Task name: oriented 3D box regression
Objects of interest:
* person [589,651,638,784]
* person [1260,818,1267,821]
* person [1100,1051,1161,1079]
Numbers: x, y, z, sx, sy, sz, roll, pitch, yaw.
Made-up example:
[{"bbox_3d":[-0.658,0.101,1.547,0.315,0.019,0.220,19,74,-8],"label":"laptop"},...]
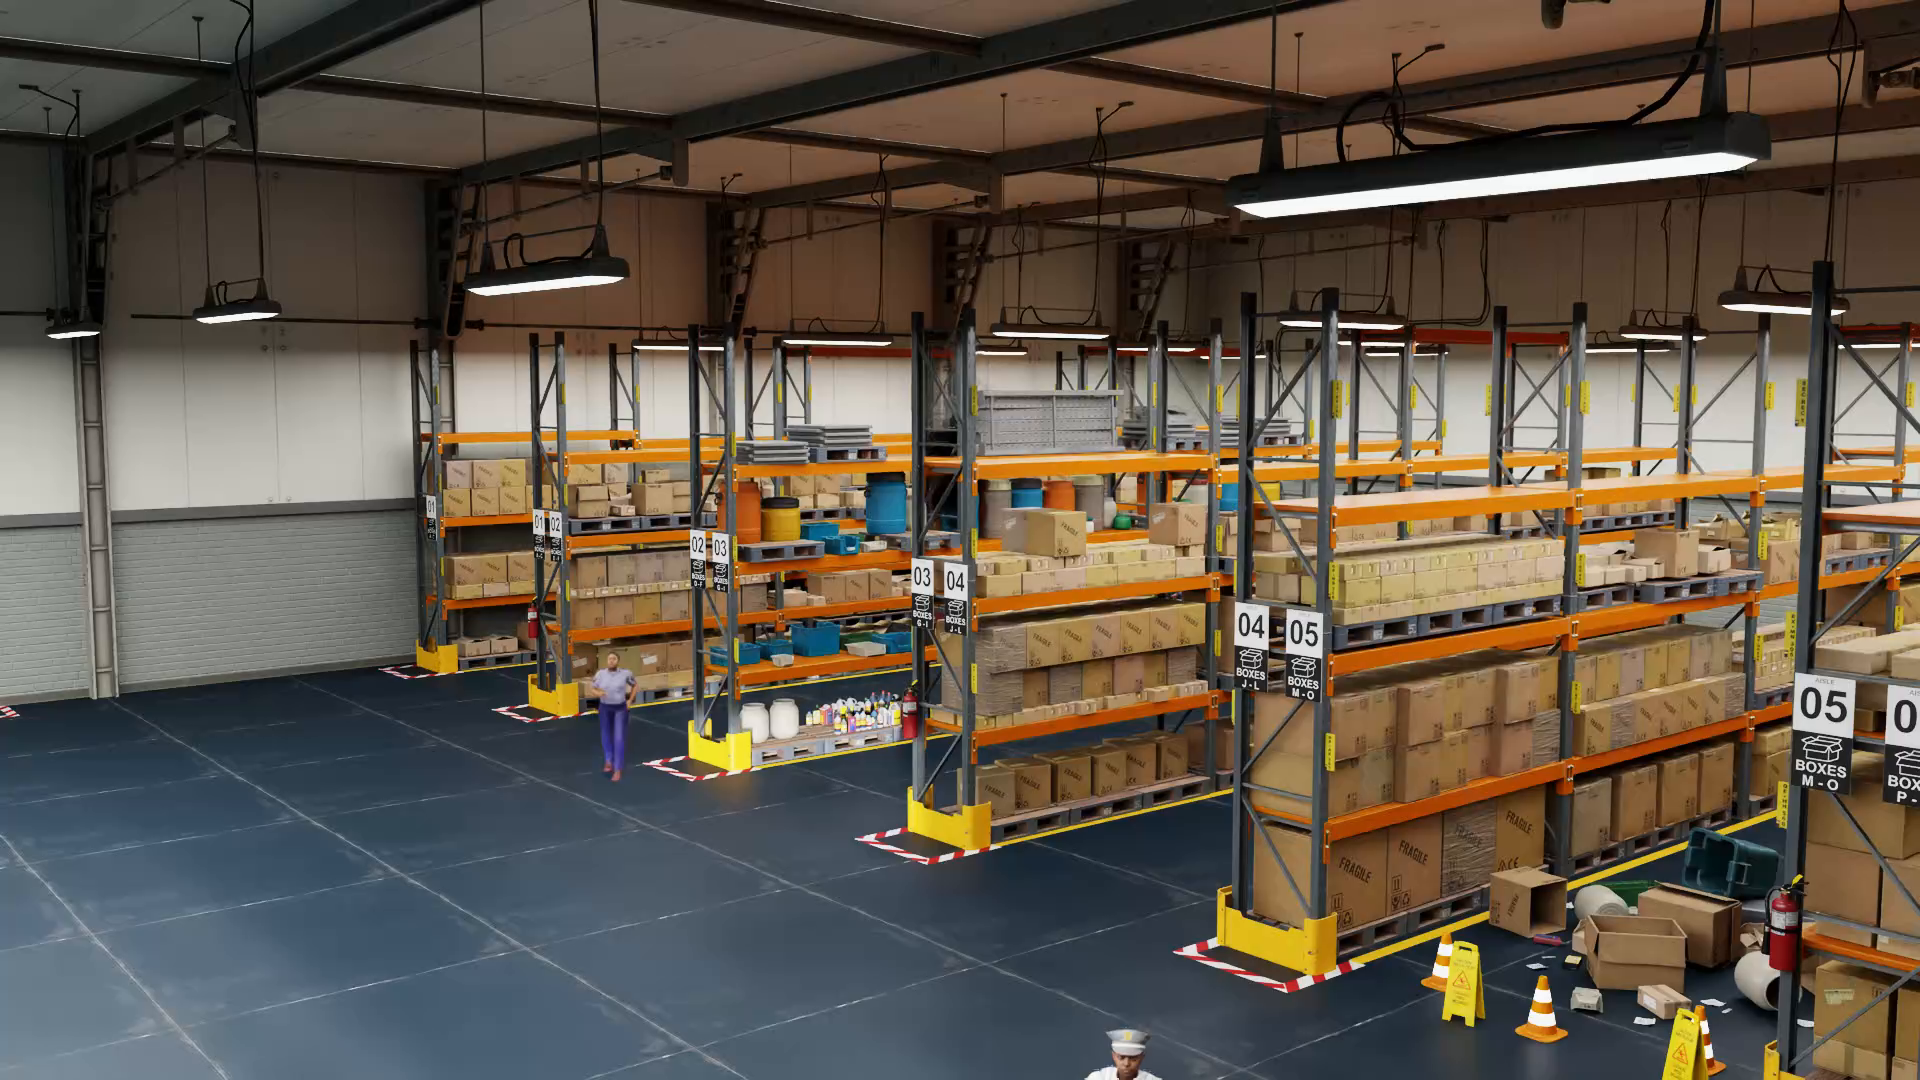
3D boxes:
[{"bbox_3d":[2.306,2.599,18.926,14.524,1.672,6.594,0,5,1],"label":"person"},{"bbox_3d":[3.359,2.648,17.822,0.593,1.724,0.746,-5,7,-40],"label":"person"},{"bbox_3d":[0.890,3.071,8.958,0.548,0.825,0.641,0,5,4],"label":"person"}]
